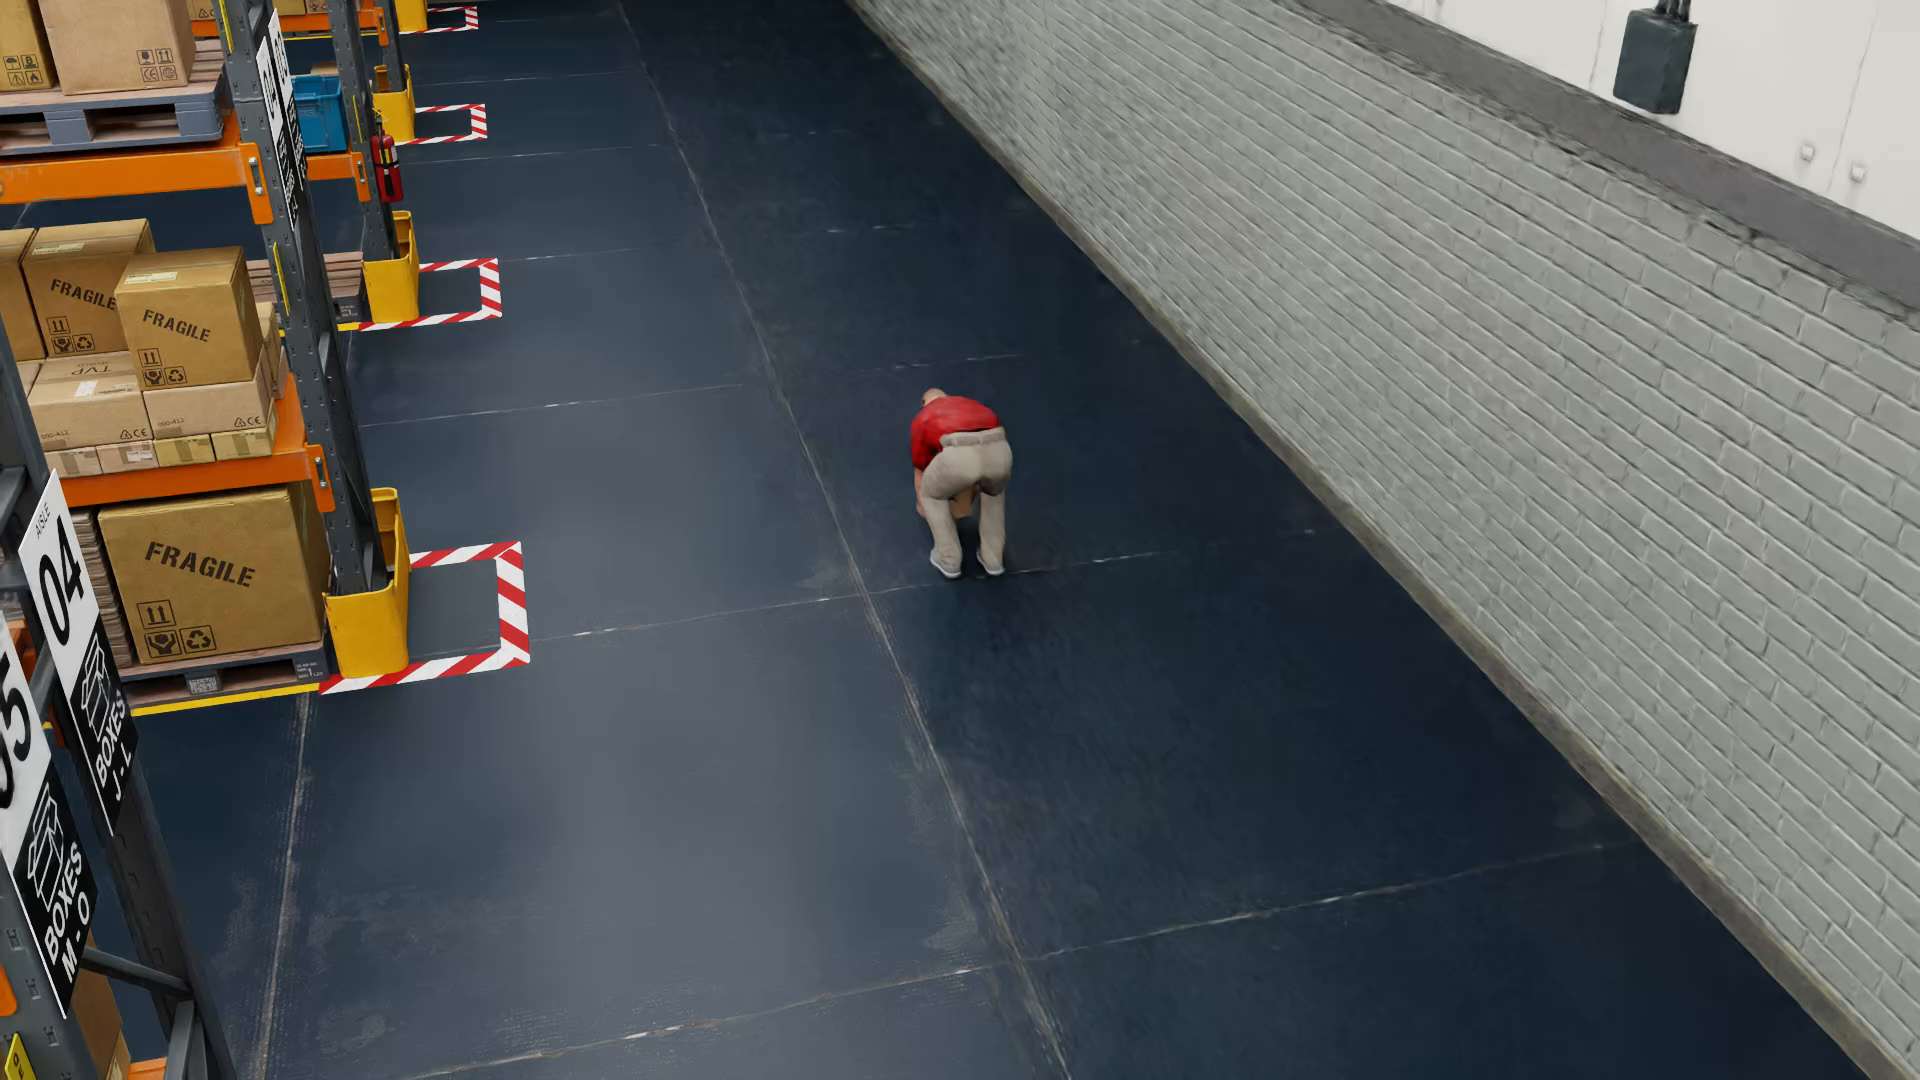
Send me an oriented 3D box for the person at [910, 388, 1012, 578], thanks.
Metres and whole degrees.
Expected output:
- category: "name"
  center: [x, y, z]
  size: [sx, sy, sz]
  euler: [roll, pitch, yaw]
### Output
- category: "person"
  center: [-0.010, -0.365, 9.614]
  size: [0.509, 1.002, 0.960]
  euler: [-9, 31, -16]
